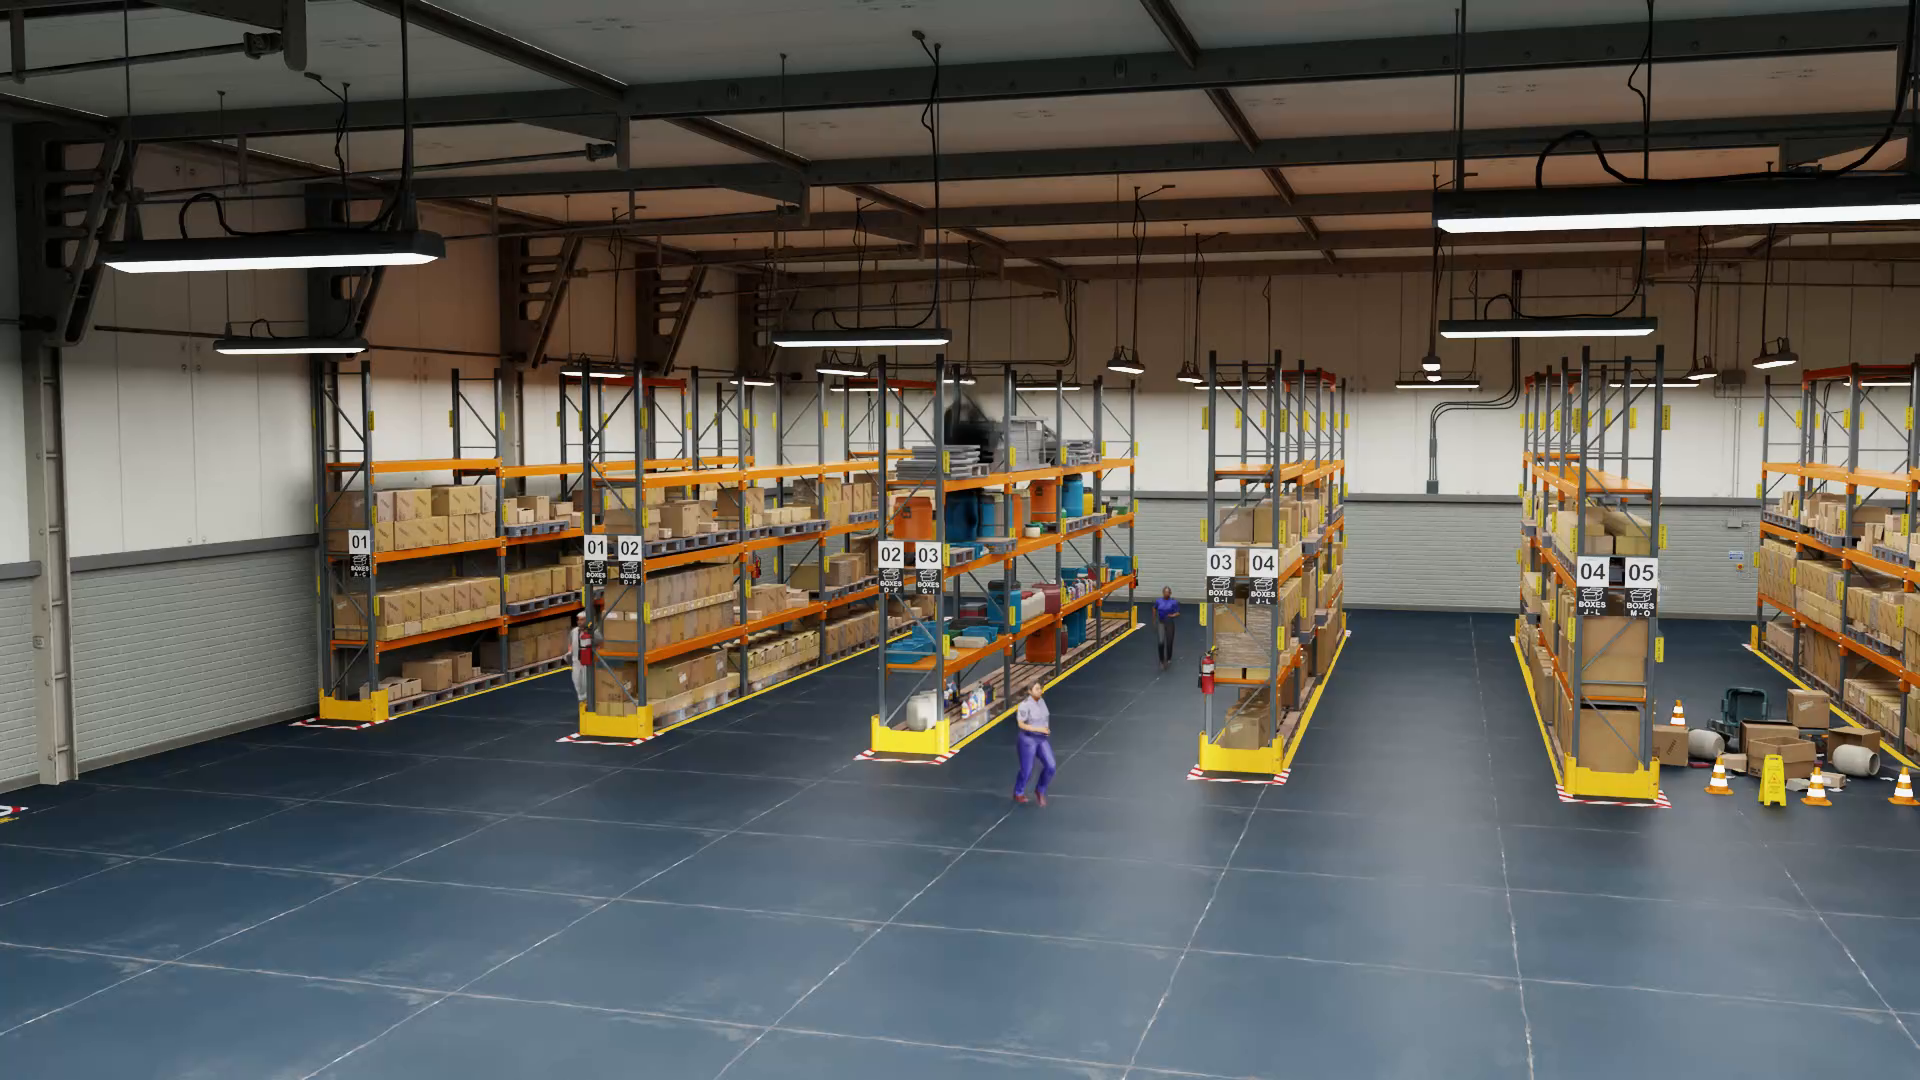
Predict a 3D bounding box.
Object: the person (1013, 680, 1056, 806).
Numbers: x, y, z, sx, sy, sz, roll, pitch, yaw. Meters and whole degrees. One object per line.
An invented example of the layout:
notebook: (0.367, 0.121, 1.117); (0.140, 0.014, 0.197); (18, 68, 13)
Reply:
person: (0.983, 2.668, 21.599); (0.619, 1.680, 0.691); (-3, 5, -39)

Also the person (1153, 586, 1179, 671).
person: (4.158, 1.785, 33.568); (0.538, 1.712, 0.828); (1, 4, 8)

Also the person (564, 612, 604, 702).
person: (-6.443, 2.094, 28.496); (0.636, 1.741, 0.586); (1, 4, 14)
